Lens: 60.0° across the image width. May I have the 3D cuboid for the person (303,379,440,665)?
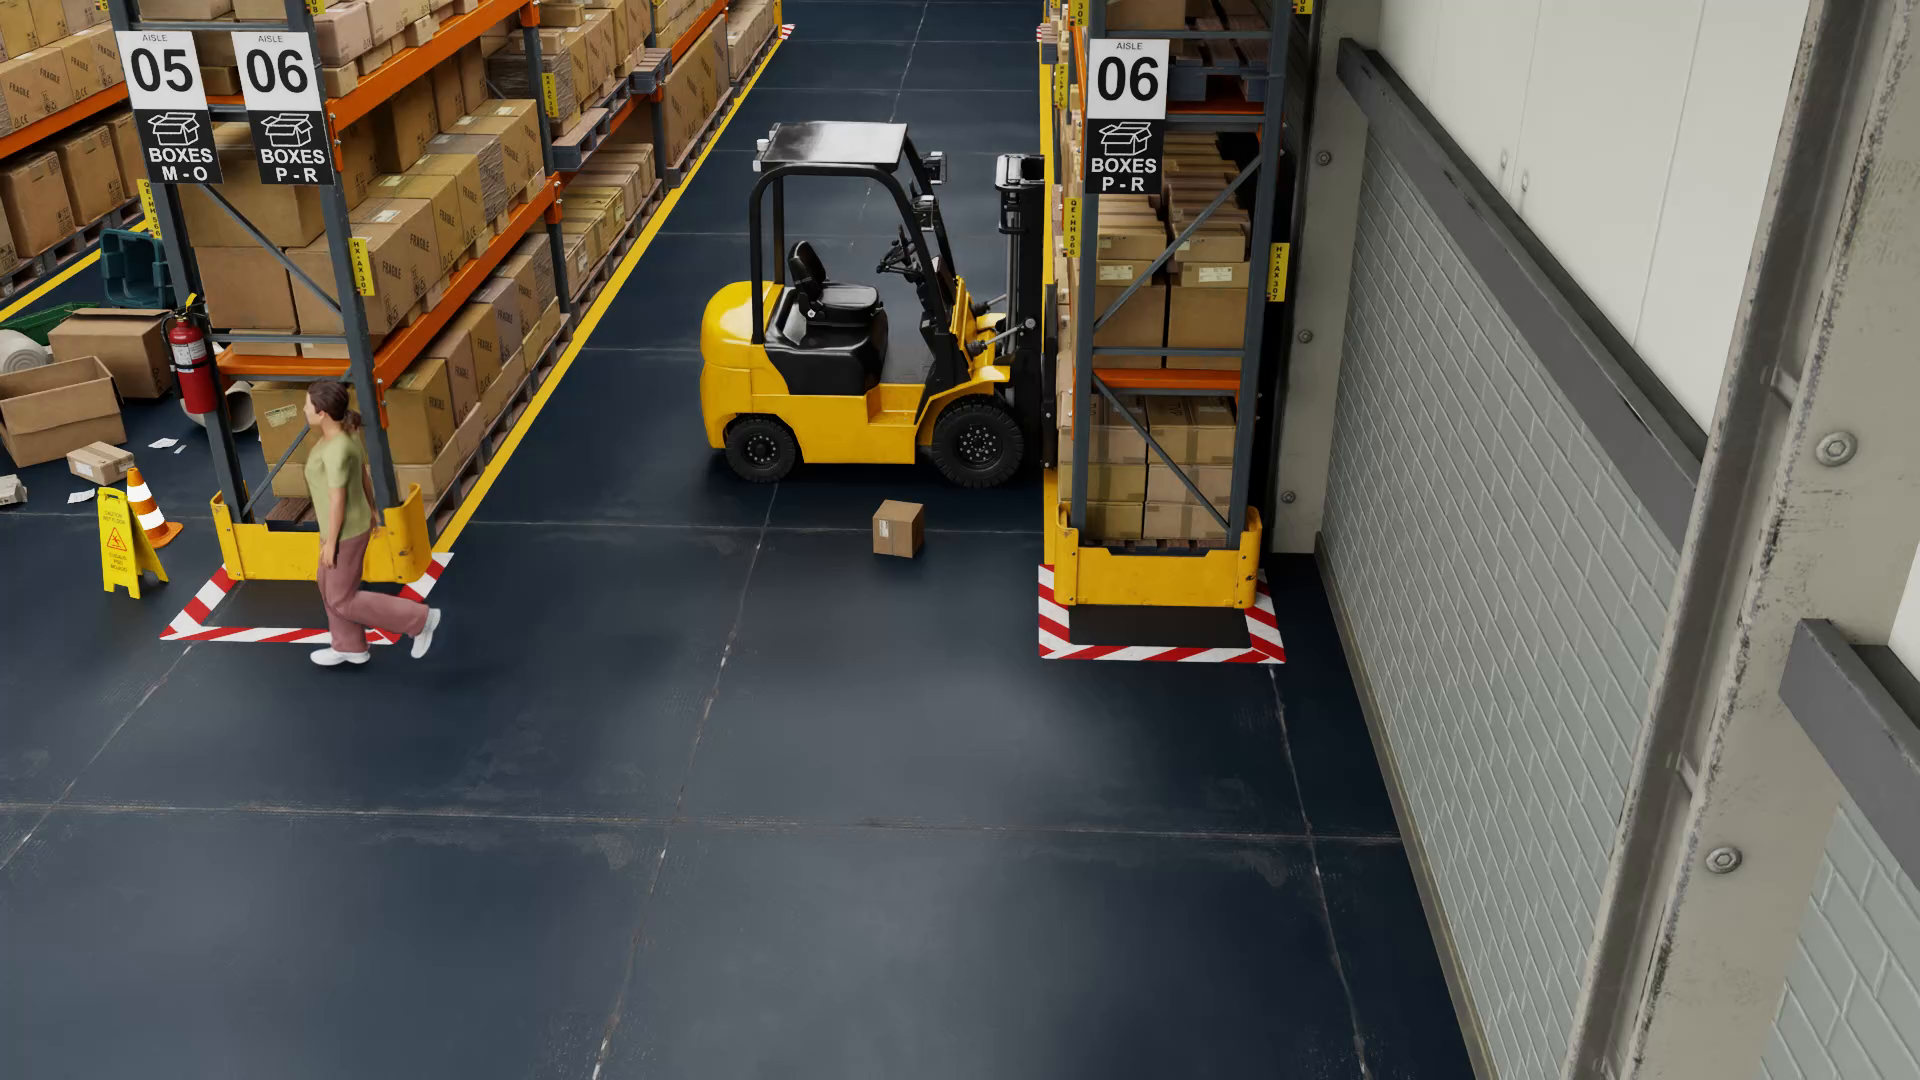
[{"bbox_3d":[-3.169,-0.064,8.707,0.723,1.646,0.450,-7,29,-12],"label":"person"}]
